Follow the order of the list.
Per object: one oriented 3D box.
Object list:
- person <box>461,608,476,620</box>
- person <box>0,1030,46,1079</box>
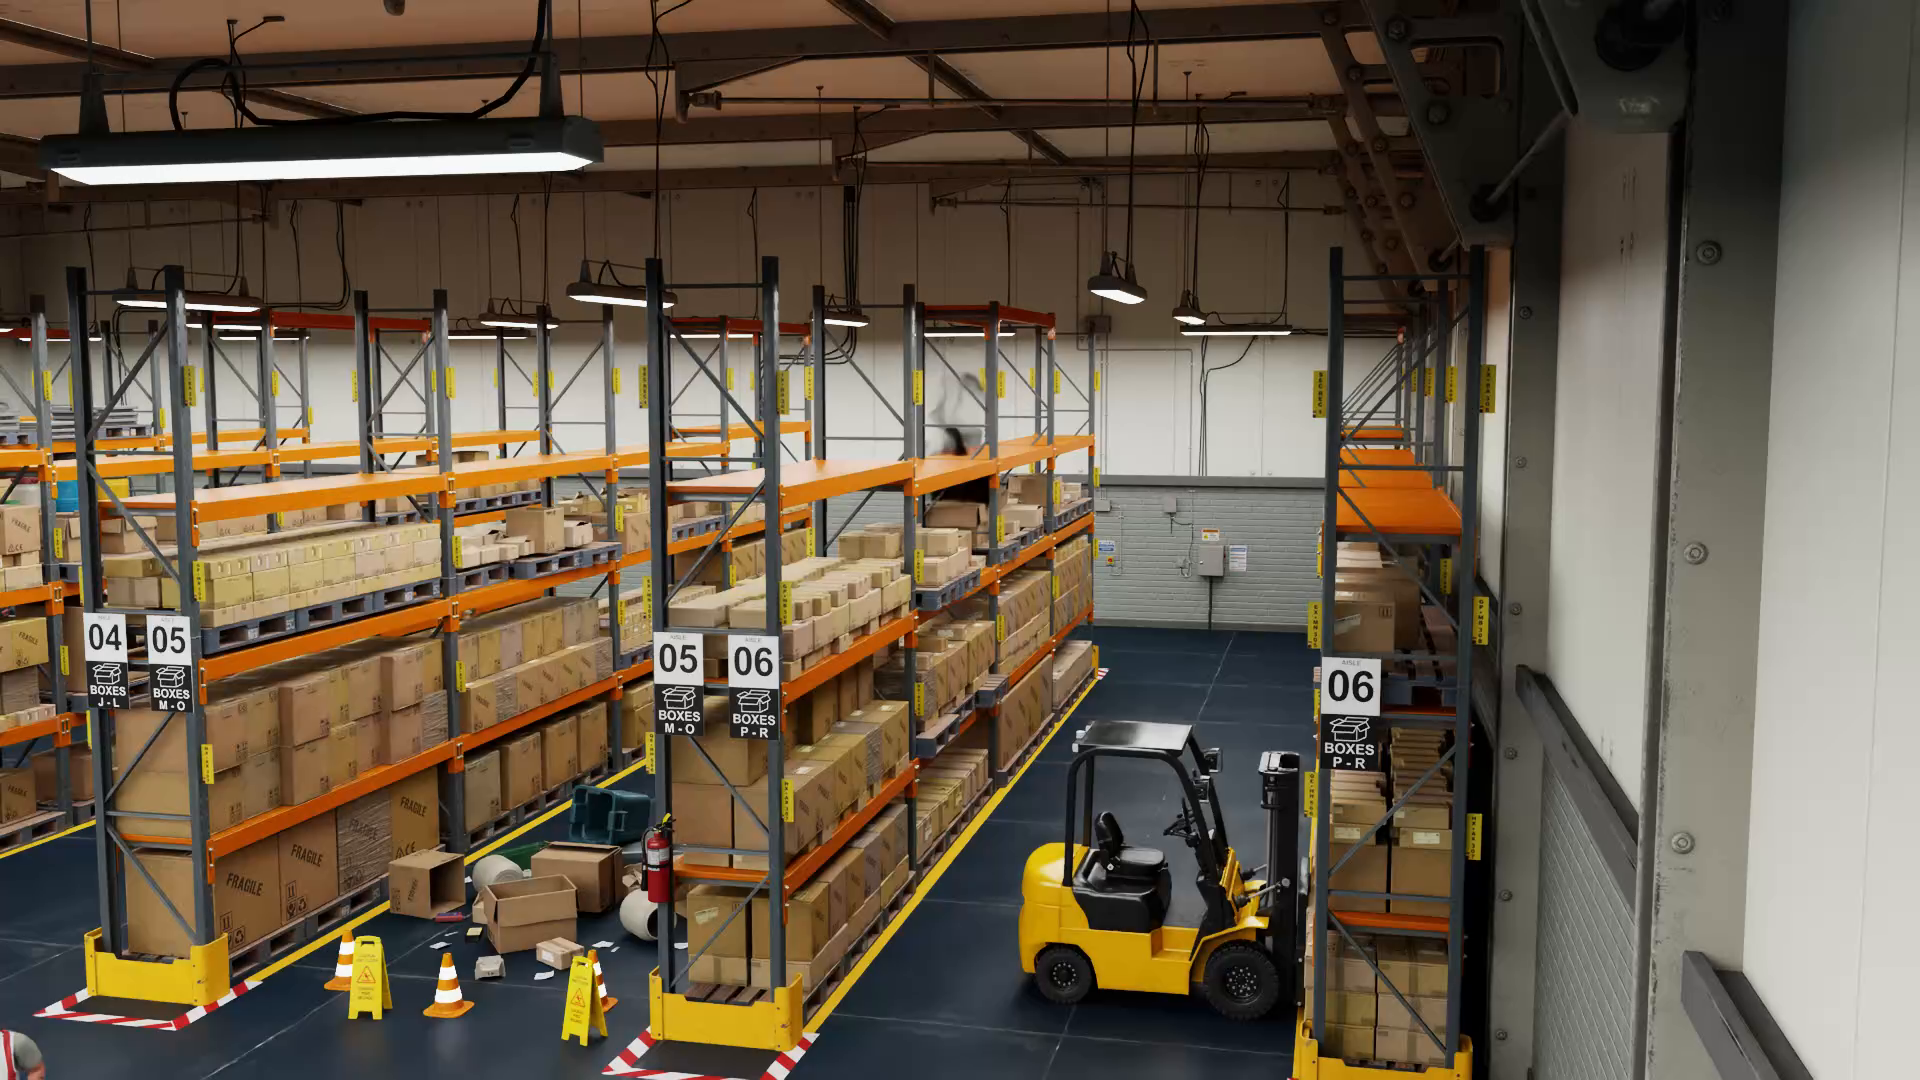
[{"bbox_3d":[-7.289,1.833,24.657,0.594,1.752,0.705,1,6,6],"label":"person"},{"bbox_3d":[-5.472,3.364,9.333,0.655,1.759,0.744,-4,7,-35],"label":"person"}]
